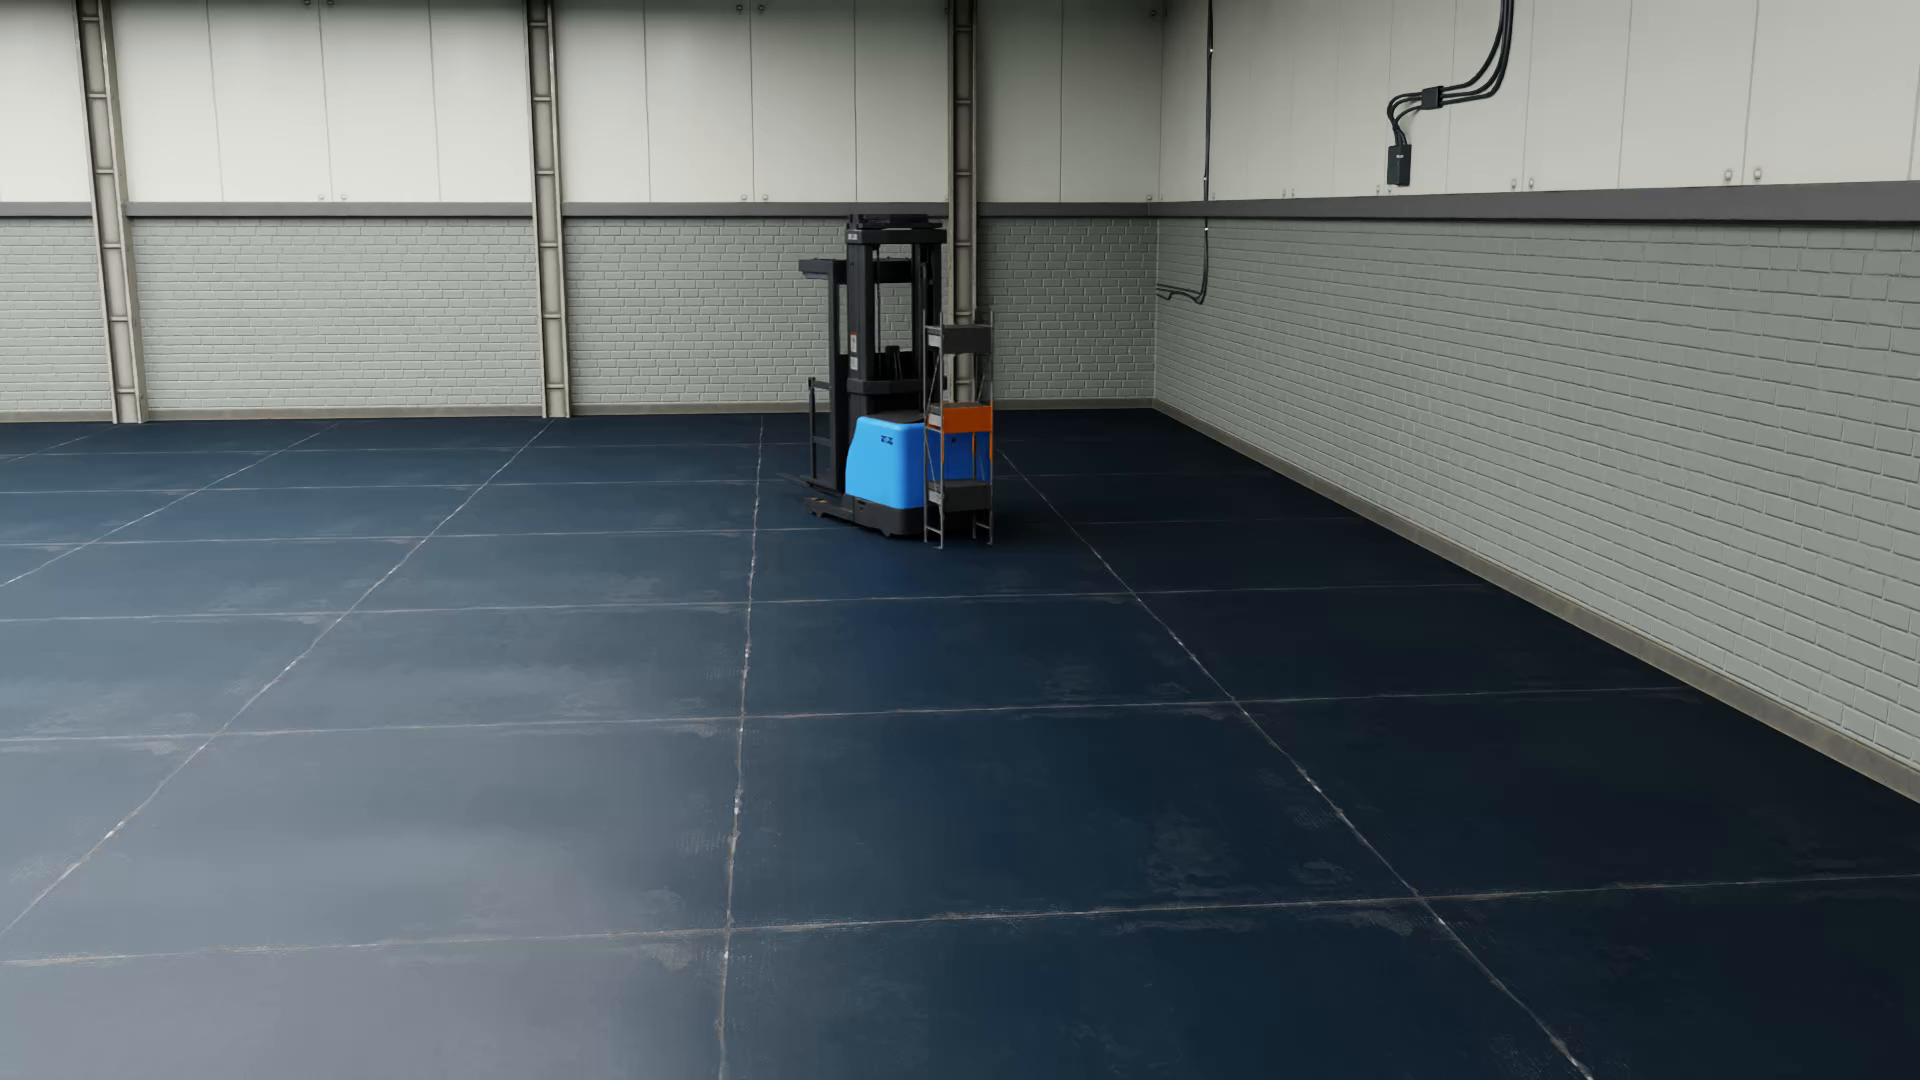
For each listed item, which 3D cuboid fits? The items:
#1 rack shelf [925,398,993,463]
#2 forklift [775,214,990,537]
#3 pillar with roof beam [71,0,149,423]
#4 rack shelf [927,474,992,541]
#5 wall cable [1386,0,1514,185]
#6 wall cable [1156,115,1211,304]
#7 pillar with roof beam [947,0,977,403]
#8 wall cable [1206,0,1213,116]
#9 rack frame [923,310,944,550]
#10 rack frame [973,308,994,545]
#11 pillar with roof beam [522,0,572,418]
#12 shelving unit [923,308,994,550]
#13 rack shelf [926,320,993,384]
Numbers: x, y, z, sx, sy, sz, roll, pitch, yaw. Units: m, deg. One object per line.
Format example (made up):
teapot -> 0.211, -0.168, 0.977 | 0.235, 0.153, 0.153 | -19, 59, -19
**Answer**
rack shelf -> -0.014, -0.985, 14.889 | 0.480, 0.518, 0.431 | -5, 12, -24
forklift -> -0.894, -1.707, 16.335 | 1.130, 2.935, 3.031 | -7, 13, -31
pillar with roof beam -> -11.433, -5.286, 18.810 | 0.400, 9.000, 9.100 | -1, 11, -6
rack shelf -> -0.014, -0.298, 15.024 | 0.480, 0.518, 0.431 | -5, 12, -24
wall cable -> 4.113, -6.017, 13.713 | 0.169, 6.003, 2.305 | -1, 11, -6
wall cable -> 3.104, -4.646, 23.603 | 0.112, 2.526, 3.097 | -1, 11, -6
pillar with roof beam -> 0.497, -5.536, 20.082 | 0.400, 9.000, 9.100 | -1, 11, -6
wall cable -> 3.396, -6.605, 20.477 | 0.112, 2.526, 3.097 | -1, 11, -6
rack frame -> -0.236, -0.979, 14.787 | 0.015, 2.100, 0.400 | -5, 12, -24
rack frame -> 0.208, -1.018, 14.985 | 0.015, 2.100, 0.400 | -5, 12, -24
pillar with roof beam -> -5.468, -5.411, 19.446 | 0.400, 9.000, 9.100 | -1, 11, -6
shelving unit -> -0.014, -0.999, 14.886 | 0.503, 2.100, 0.431 | -5, 12, -24
rack shelf -> -0.014, -1.672, 14.754 | 0.480, 0.518, 0.431 | -5, 12, -24
